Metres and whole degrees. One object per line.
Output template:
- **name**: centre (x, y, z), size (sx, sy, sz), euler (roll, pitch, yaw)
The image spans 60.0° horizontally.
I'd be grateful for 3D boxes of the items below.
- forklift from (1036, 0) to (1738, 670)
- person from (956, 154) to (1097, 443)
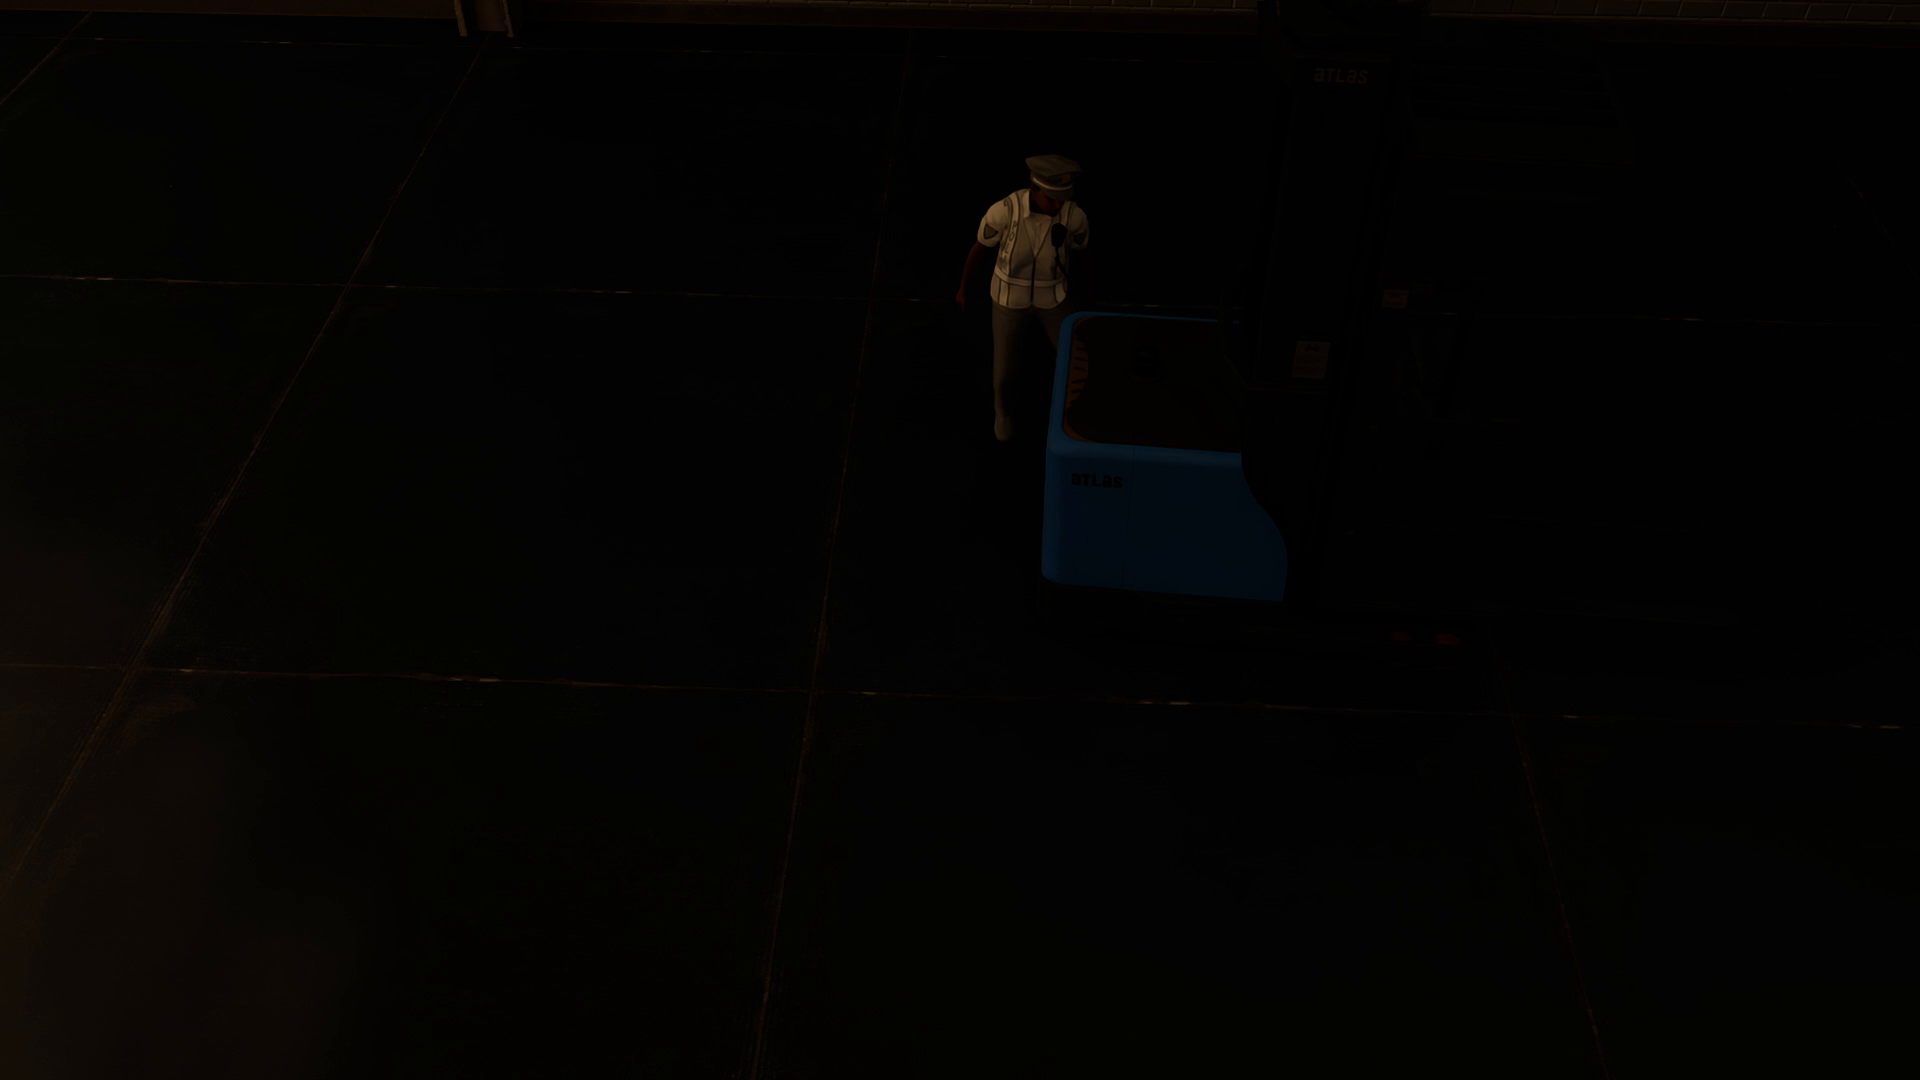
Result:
- **forklift**: centre (1.896, -0.892, 6.720), size (3.031, 2.935, 1.130), euler (4, 43, 5)
- **person**: centre (0.381, -1.139, 7.978), size (0.804, 1.632, 0.423), euler (0, 42, 0)
